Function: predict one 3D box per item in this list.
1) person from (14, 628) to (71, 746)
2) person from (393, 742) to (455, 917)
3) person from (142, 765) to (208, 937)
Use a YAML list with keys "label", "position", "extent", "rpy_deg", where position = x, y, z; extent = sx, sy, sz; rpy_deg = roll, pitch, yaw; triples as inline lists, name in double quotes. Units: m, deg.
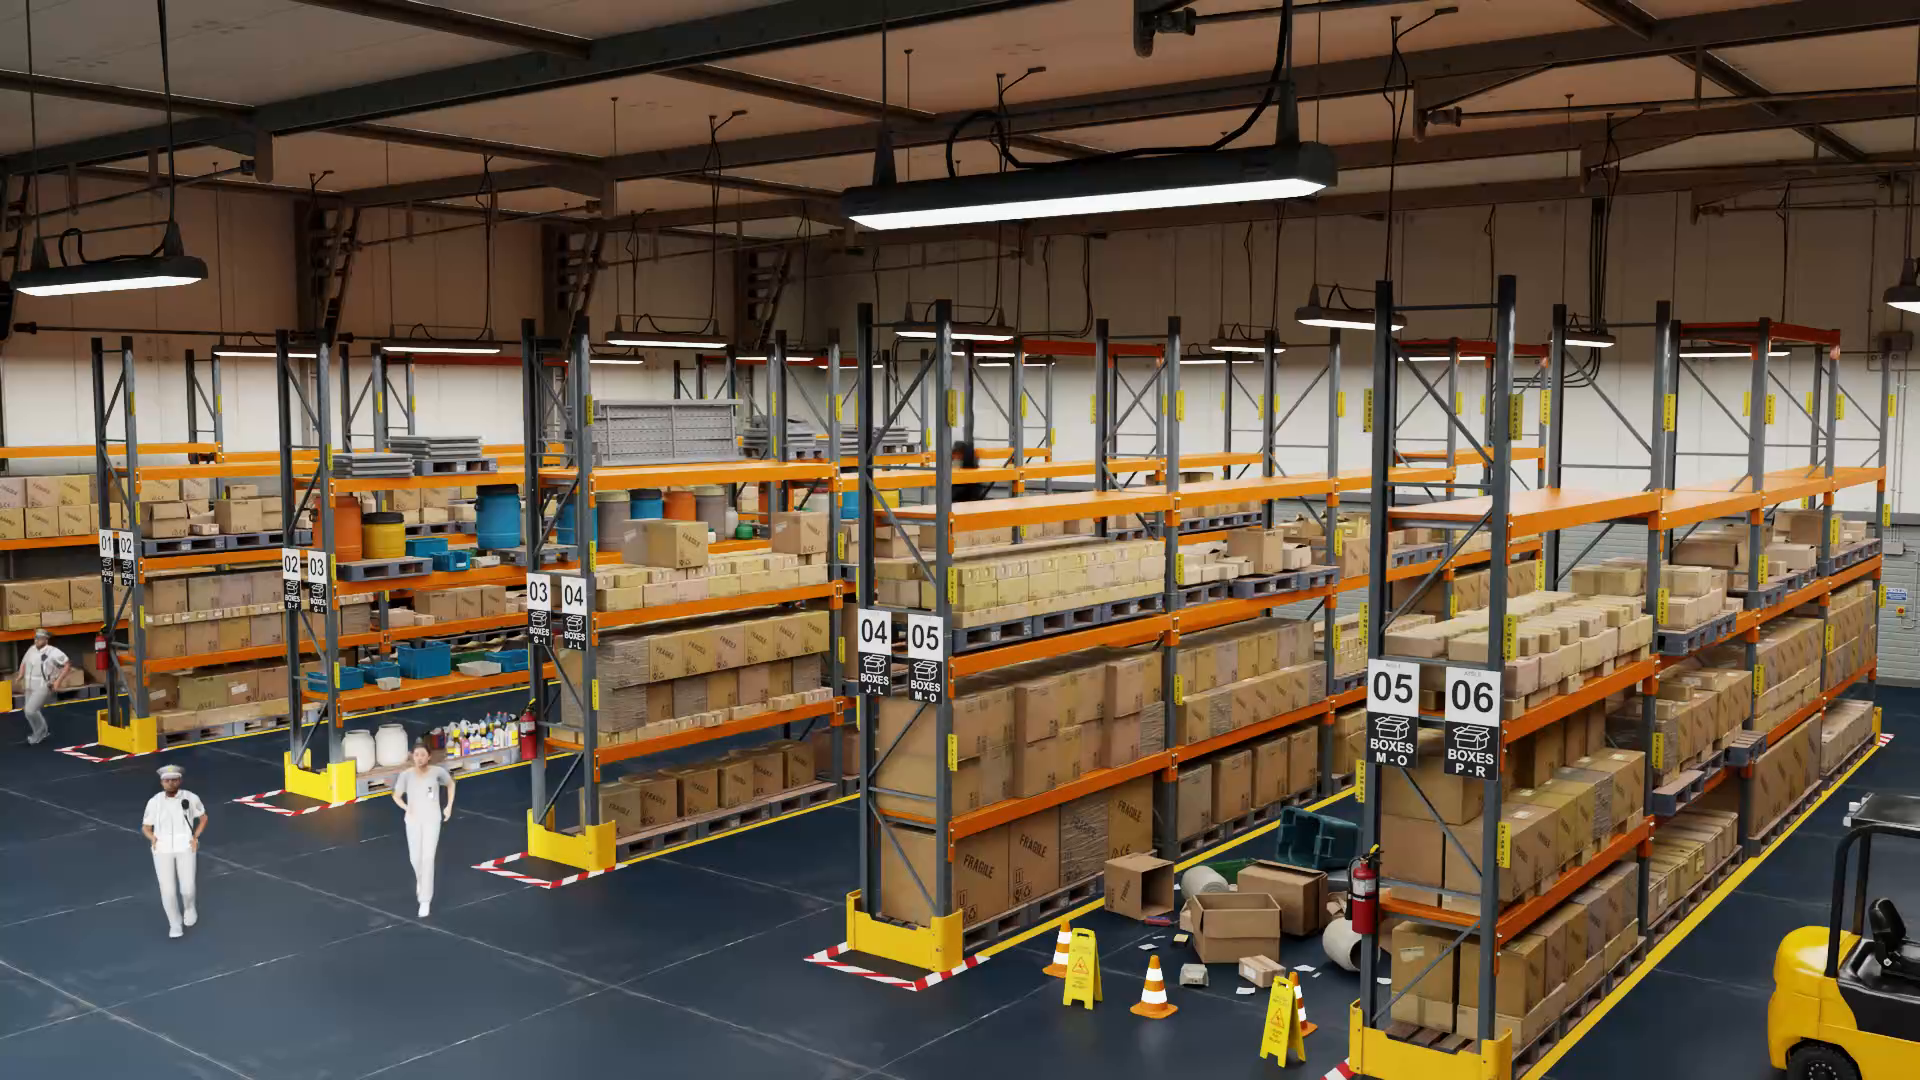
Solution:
- label: "person"
  position: [-13.604, 2.172, 24.596]
  extent: [0.720, 1.764, 0.636]
  rpy_deg: [2, 5, 18]
- label: "person"
  position: [-5.417, 2.871, 16.830]
  extent: [0.587, 1.683, 0.848]
  rpy_deg: [-1, 5, -10]
- label: "person"
  position: [-7.476, 2.960, 15.832]
  extent: [0.570, 1.653, 0.547]
  rpy_deg: [-2, 5, -21]
